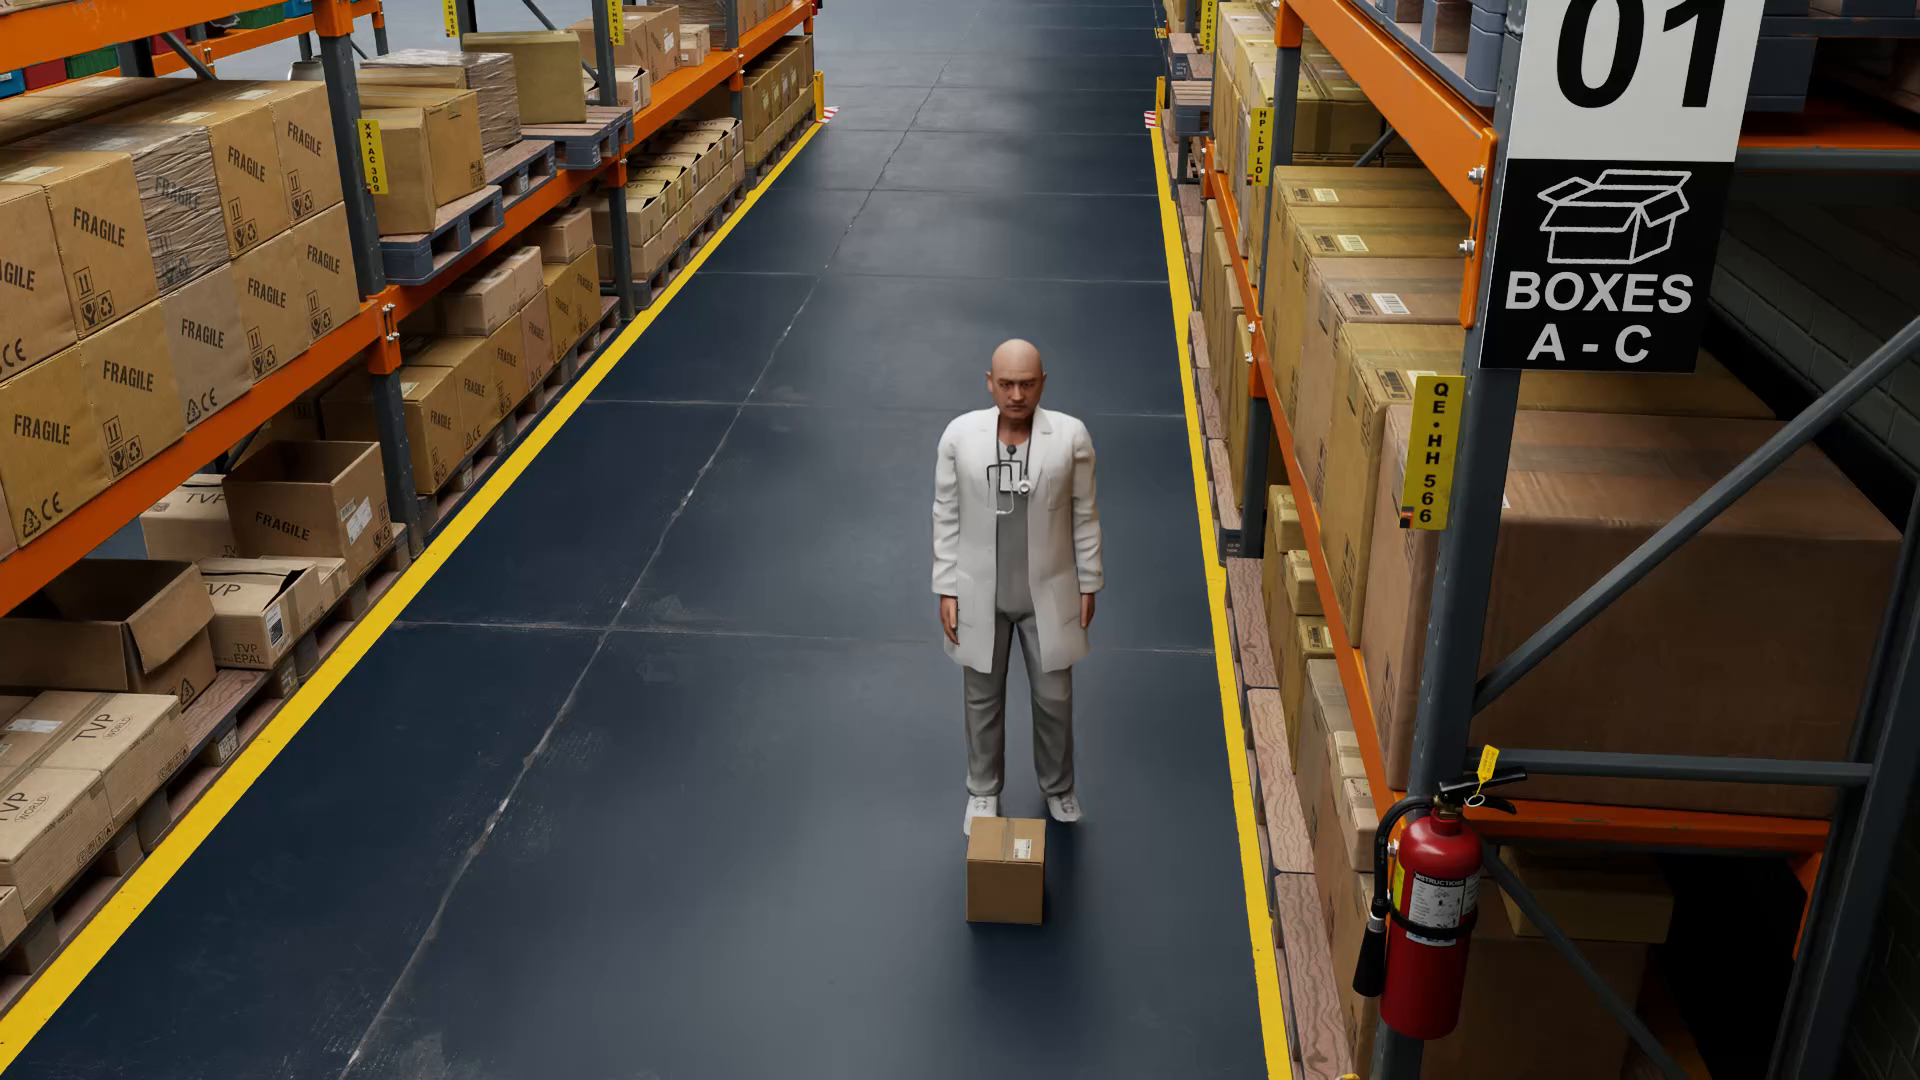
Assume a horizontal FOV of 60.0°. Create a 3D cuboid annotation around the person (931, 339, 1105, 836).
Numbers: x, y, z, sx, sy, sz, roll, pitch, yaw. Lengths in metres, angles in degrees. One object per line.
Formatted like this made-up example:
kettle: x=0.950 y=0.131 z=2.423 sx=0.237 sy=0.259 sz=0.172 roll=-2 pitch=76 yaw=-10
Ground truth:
person: x=0.201 y=0.309 z=5.762 sx=0.593 sy=1.661 sz=0.470 roll=2 pitch=24 yaw=4
